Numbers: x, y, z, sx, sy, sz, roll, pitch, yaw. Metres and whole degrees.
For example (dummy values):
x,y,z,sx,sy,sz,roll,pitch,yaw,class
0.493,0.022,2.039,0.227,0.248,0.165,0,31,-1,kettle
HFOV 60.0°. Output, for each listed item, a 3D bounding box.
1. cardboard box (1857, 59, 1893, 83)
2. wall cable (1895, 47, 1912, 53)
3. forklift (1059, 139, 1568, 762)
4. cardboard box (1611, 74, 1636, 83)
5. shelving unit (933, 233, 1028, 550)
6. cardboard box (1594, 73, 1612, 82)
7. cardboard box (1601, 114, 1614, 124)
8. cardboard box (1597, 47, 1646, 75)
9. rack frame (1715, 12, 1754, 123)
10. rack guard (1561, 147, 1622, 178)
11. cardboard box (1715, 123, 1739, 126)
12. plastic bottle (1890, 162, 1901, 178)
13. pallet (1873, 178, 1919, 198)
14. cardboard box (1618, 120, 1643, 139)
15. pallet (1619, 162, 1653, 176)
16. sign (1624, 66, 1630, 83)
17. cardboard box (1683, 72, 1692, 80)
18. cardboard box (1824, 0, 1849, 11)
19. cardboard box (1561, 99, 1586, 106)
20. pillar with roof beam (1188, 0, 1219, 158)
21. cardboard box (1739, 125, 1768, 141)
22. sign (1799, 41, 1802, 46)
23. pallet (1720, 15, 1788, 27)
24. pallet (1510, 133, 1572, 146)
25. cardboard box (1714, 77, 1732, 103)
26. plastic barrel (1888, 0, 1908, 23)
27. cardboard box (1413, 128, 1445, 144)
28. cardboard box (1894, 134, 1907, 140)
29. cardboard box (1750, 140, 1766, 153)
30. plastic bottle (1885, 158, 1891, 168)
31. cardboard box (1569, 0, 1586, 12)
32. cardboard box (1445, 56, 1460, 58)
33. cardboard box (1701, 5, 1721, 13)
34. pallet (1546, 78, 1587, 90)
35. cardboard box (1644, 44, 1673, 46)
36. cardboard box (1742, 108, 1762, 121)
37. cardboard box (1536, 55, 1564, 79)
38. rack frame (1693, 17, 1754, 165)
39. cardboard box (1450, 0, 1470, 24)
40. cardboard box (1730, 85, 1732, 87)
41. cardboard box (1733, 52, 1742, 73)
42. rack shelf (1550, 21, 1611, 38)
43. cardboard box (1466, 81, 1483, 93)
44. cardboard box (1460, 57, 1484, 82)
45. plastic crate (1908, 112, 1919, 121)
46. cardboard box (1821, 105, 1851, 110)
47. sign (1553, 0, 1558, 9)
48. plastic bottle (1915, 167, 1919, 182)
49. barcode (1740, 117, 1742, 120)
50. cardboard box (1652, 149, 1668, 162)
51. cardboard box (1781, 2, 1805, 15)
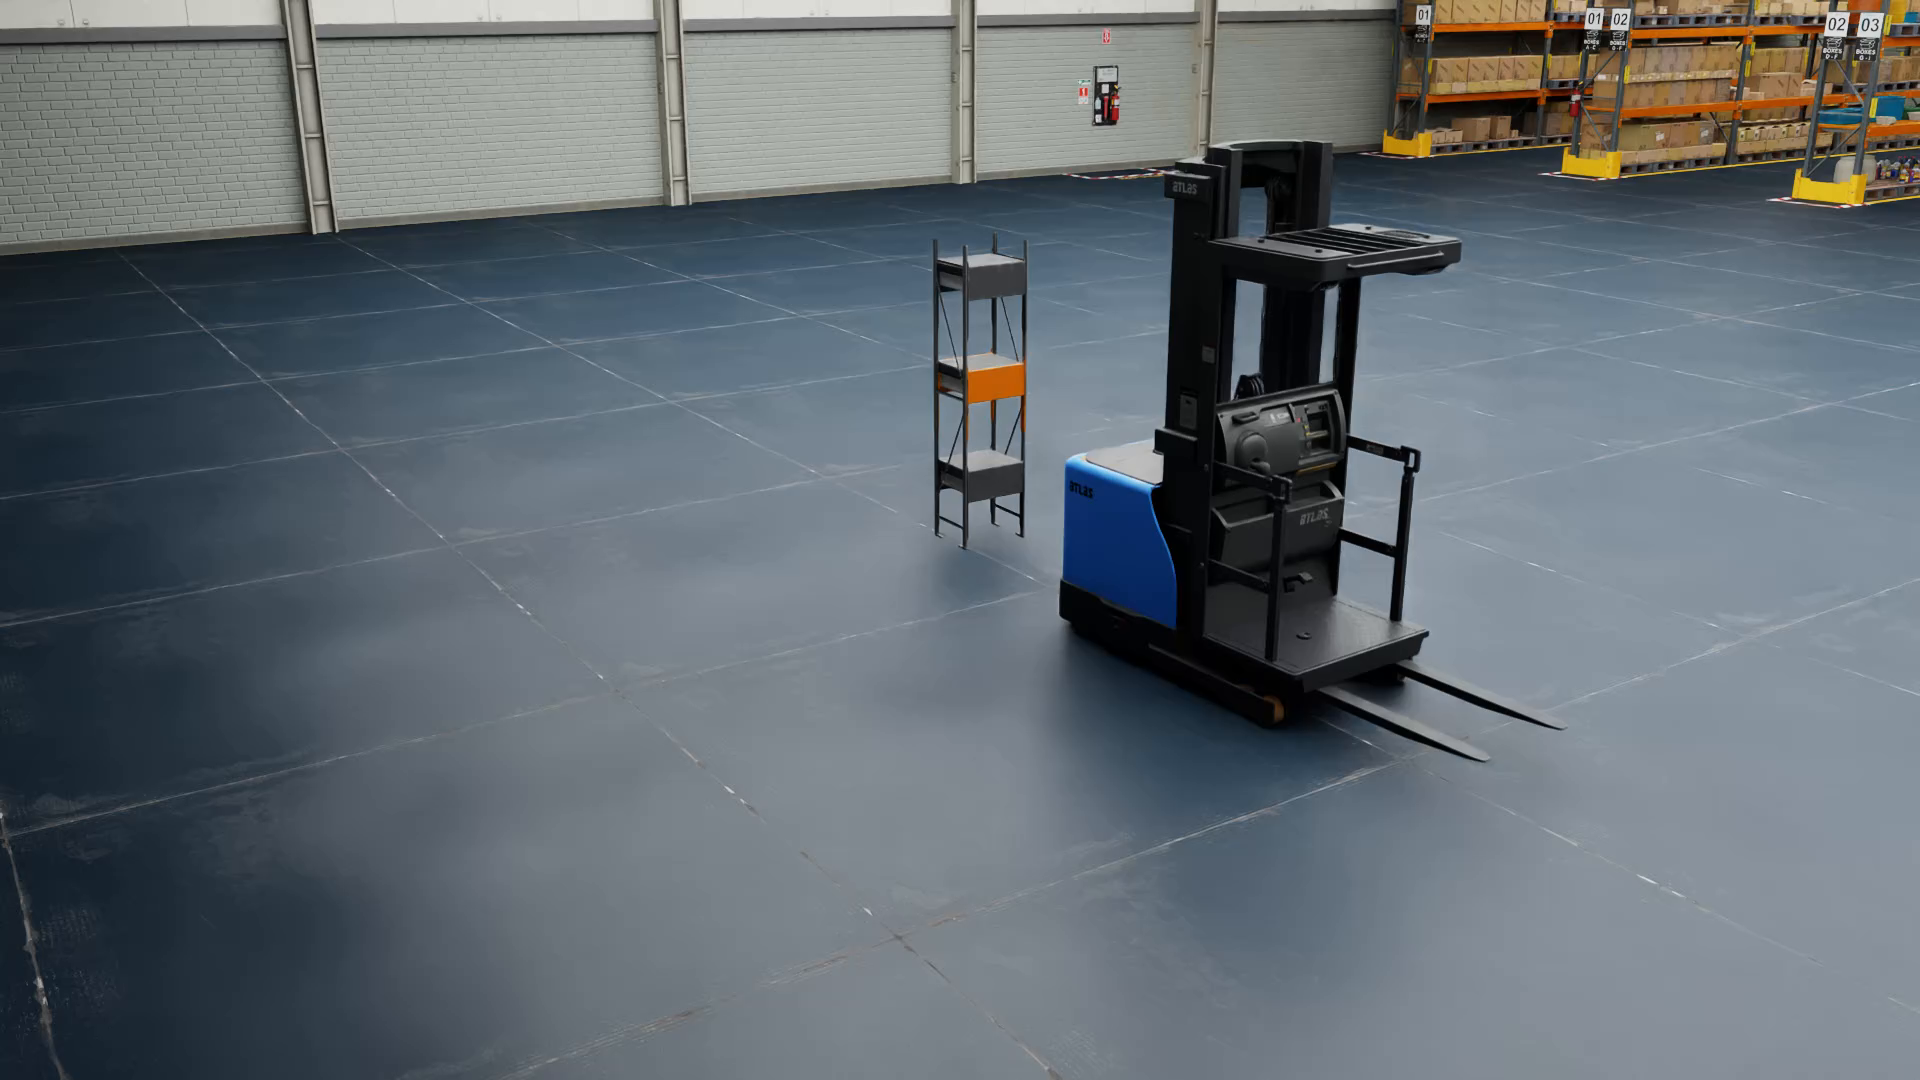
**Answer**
x,y,z,sx,sy,sz,roll,pitch,yaw,class
20.729,-10.692,37.876,0.500,0.500,0.700,-8,20,-21,cardboard box
28.271,-15.200,47.502,0.112,2.526,3.097,-12,22,-31,wall cable
1.878,-0.576,8.873,1.130,2.935,3.031,-13,23,-34,forklift
13.161,-9.152,32.962,0.250,0.149,0.380,-12,22,-32,cardboard box
0.138,-1.024,11.495,0.503,2.100,0.431,-12,22,-31,shelving unit
12.929,-9.258,33.278,0.250,0.149,0.380,-12,22,-32,cardboard box
15.602,-10.343,40.871,0.500,0.500,0.700,-12,22,-31,cardboard box
13.156,-9.536,33.085,0.500,0.500,0.700,-12,22,-31,cardboard box
20.010,-12.224,43.218,0.127,3.000,1.000,-12,22,-31,rack frame
12.695,-7.597,33.436,0.348,0.500,1.175,-12,22,-31,rack guard
16.667,-8.893,36.129,0.500,0.311,0.500,-11,22,-30,cardboard box
17.464,-6.908,31.061,0.135,0.276,0.152,-12,22,-31,plastic bottle
17.173,-6.520,30.701,1.213,0.211,1.003,-12,22,-31,pallet
13.826,-8.391,34.349,0.500,0.500,0.500,-12,22,-31,cardboard box
13.331,-7.610,33.926,1.213,0.211,1.003,-12,22,-31,pallet
13.015,-9.084,32.454,0.005,0.325,0.100,-12,22,-31,sign
14.665,-9.469,33.900,0.250,0.149,0.380,-11,22,-30,cardboard box
19.742,-11.749,36.974,0.500,0.500,0.910,-12,22,-31,cardboard box
14.732,-10.499,40.162,0.500,0.250,0.500,-13,22,-33,cardboard box
7.453,-11.098,30.522,0.400,9.000,9.100,-12,22,-31,pillar with roof beam
16.959,-8.745,35.690,0.500,0.311,0.500,-12,22,-32,cardboard box
23.050,-13.525,45.592,0.005,0.325,0.100,-12,22,-31,sign
16.785,-10.979,35.152,1.217,0.209,0.805,-13,23,-34,pallet
13.978,-9.631,39.903,1.213,0.211,1.003,-12,22,-31,pallet
15.689,-9.458,34.880,0.500,0.500,0.700,-13,22,-33,cardboard box
16.318,-9.404,29.244,0.600,0.588,0.600,0,19,0,plastic barrel
10.615,-9.142,37.615,0.500,0.311,0.500,-15,24,-37,cardboard box
21.646,-9.587,38.634,0.500,0.500,0.500,-12,22,-31,cardboard box
16.957,-8.481,35.785,0.500,0.250,0.500,-11,22,-30,cardboard box
17.362,-6.979,31.153,0.185,0.351,0.144,-12,22,-32,plastic bottle
14.343,-12.575,39.058,0.500,0.311,0.500,-11,22,-30,cardboard box
11.120,-10.722,37.807,0.500,0.500,0.500,-13,22,-33,cardboard box
15.199,-10.772,33.758,0.250,0.149,0.380,-12,22,-31,cardboard box
14.047,-10.819,39.363,1.213,0.211,1.003,-12,22,-31,pallet
17.214,-12.088,40.994,0.500,0.250,0.500,-11,22,-30,cardboard box
20.691,-11.343,43.859,0.500,0.500,0.700,-12,22,-31,cardboard box
13.772,-11.151,39.201,0.500,0.500,0.700,-12,22,-31,cardboard box
16.056,-9.490,35.132,0.127,3.000,1.000,-12,22,-31,rack frame
10.873,-11.665,36.694,0.500,0.500,0.500,-10,21,-28,cardboard box
16.689,-9.630,35.757,0.258,0.266,0.396,-13,22,-33,cardboard box
19.763,-12.273,42.711,0.500,0.500,0.500,-12,22,-32,cardboard box
14.999,-12.247,39.726,4.000,0.370,1.077,-12,22,-31,rack shelf
11.424,-10.233,37.532,0.500,0.250,0.500,-12,22,-32,cardboard box
11.405,-10.581,37.391,0.500,0.500,0.500,-13,22,-33,cardboard box
17.560,-7.686,30.207,0.437,0.136,0.530,-12,22,-31,plastic crate
20.093,-9.813,38.132,0.500,0.250,0.500,-11,22,-29,cardboard box
13.633,-12.336,38.061,0.005,0.325,0.100,-12,22,-31,sign
17.492,-6.690,30.422,0.097,0.271,0.097,0,19,0,plastic bottle
16.498,-8.903,35.112,0.075,0.075,0.001,-12,22,-31,barcode
14.119,-7.894,34.048,0.500,0.250,0.500,-12,22,-31,cardboard box
17.686,-11.359,35.556,0.500,0.250,0.500,-14,23,-36,cardboard box
